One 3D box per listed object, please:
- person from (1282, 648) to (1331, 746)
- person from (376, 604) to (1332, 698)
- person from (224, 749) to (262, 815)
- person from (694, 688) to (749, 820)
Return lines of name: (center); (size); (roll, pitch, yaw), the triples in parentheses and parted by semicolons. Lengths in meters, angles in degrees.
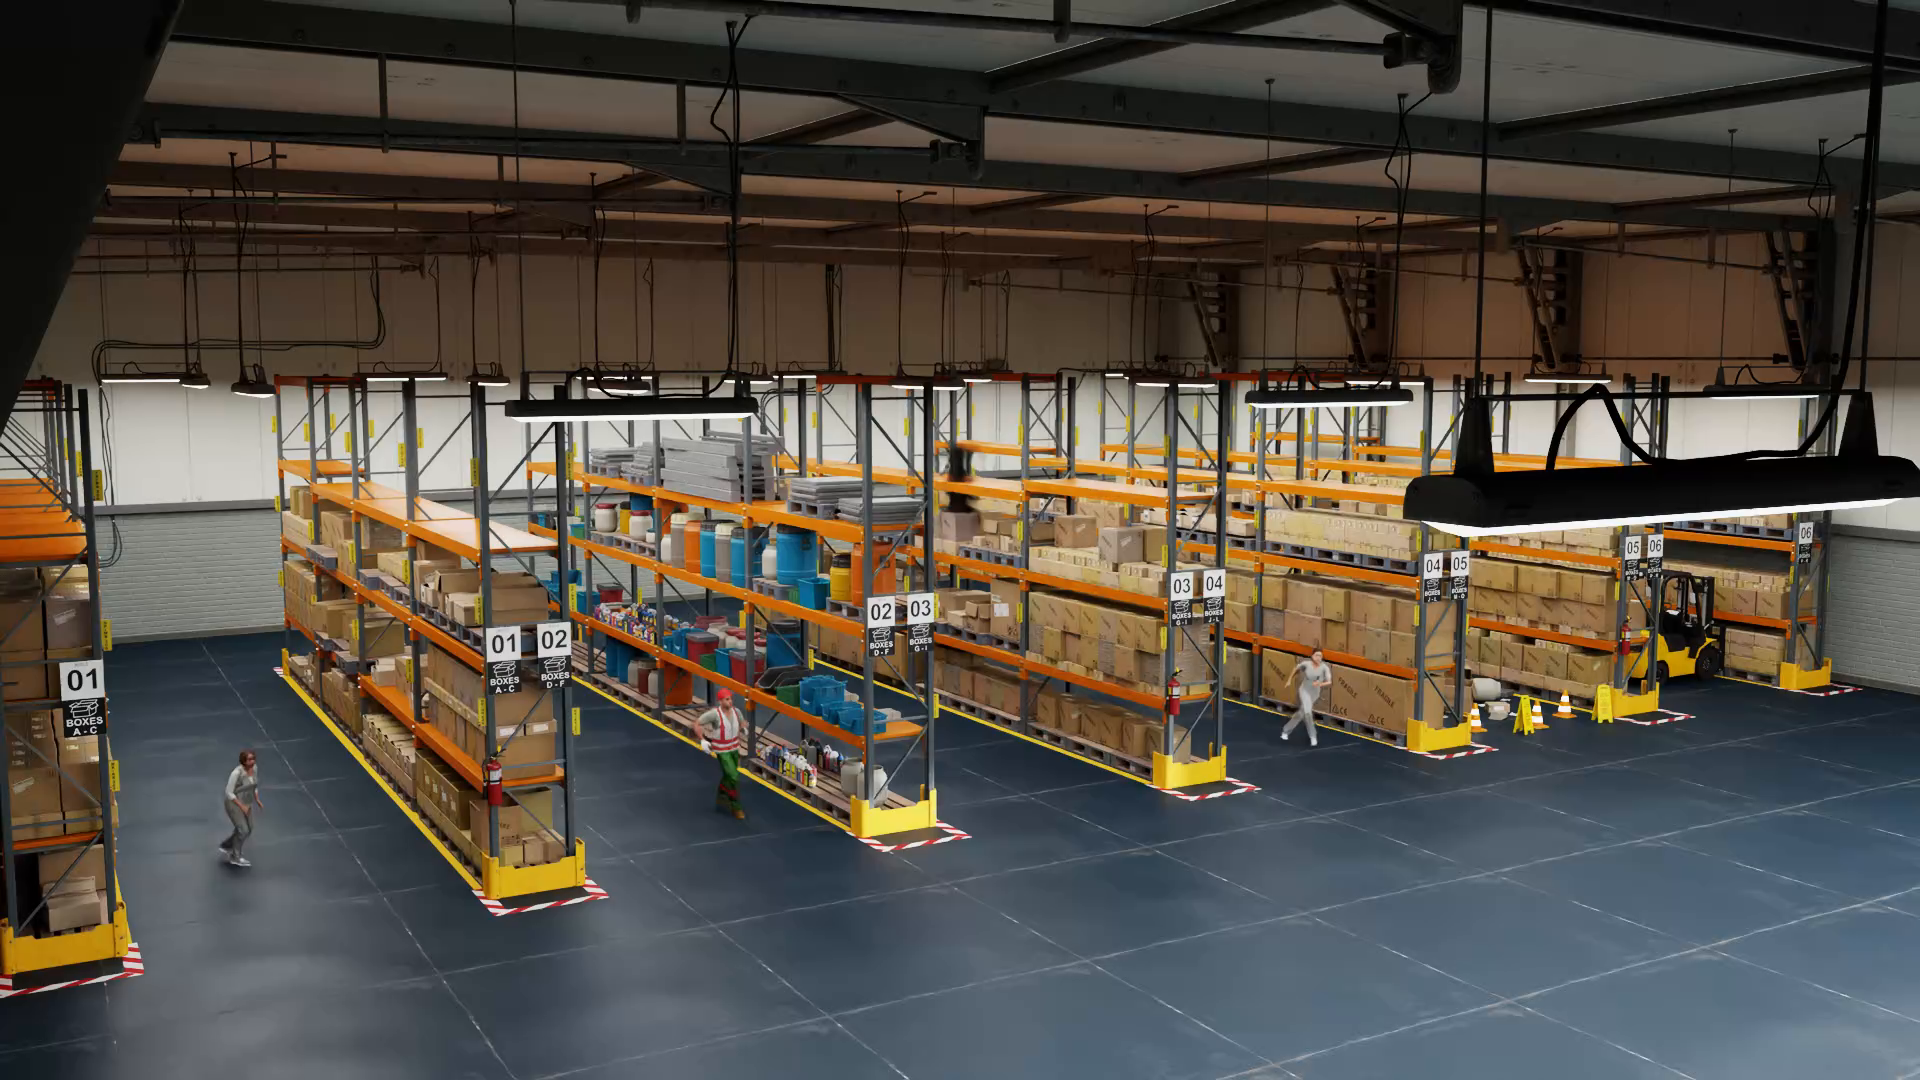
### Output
person: (5.690, 2.535, 27.319); (0.726, 1.585, 0.683); (-1, 6, -5)
person: (-3.262, 2.142, 31.206); (19.586, 1.621, 6.153); (5, 8, 39)
person: (-8.898, 2.991, 20.625); (0.467, 0.851, 0.496); (2, 6, 16)
person: (-7.746, 2.296, 28.891); (15.329, 1.839, 3.845); (5, 8, 41)
